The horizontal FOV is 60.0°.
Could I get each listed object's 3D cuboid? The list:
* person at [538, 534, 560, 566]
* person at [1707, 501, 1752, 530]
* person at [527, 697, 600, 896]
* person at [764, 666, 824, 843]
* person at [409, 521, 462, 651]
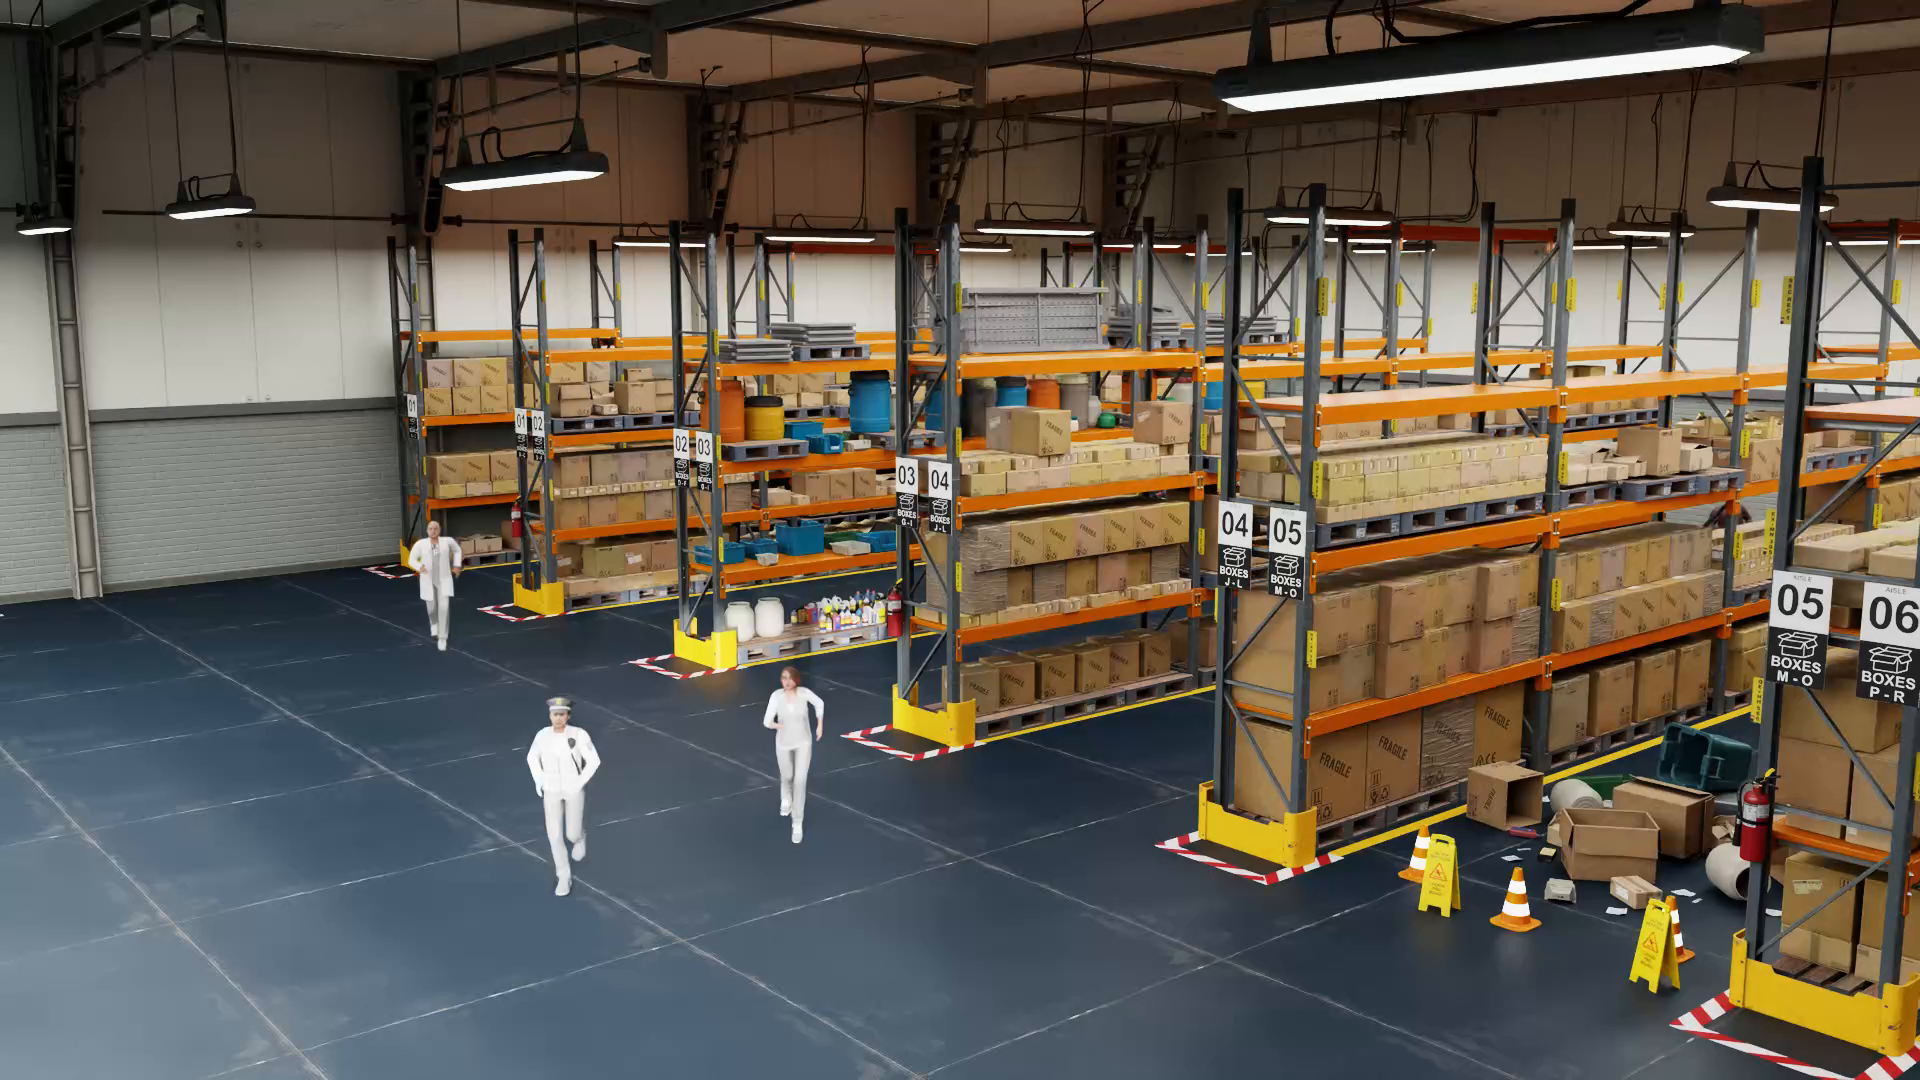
[{"bbox_3d":[-6.951,0.029,28.250,0.582,1.621,0.560,-8,12,-43],"label":"person"},{"bbox_3d":[12.881,0.049,27.828,0.735,1.723,0.802,2,9,13],"label":"person"},{"bbox_3d":[-3.421,2.152,14.362,0.635,1.665,0.781,-1,9,-4],"label":"person"},{"bbox_3d":[-1.571,1.970,15.784,0.548,1.633,0.848,0,9,0],"label":"person"},{"bbox_3d":[-7.522,0.618,23.889,0.727,1.802,1.031,-3,9,-16],"label":"person"}]
